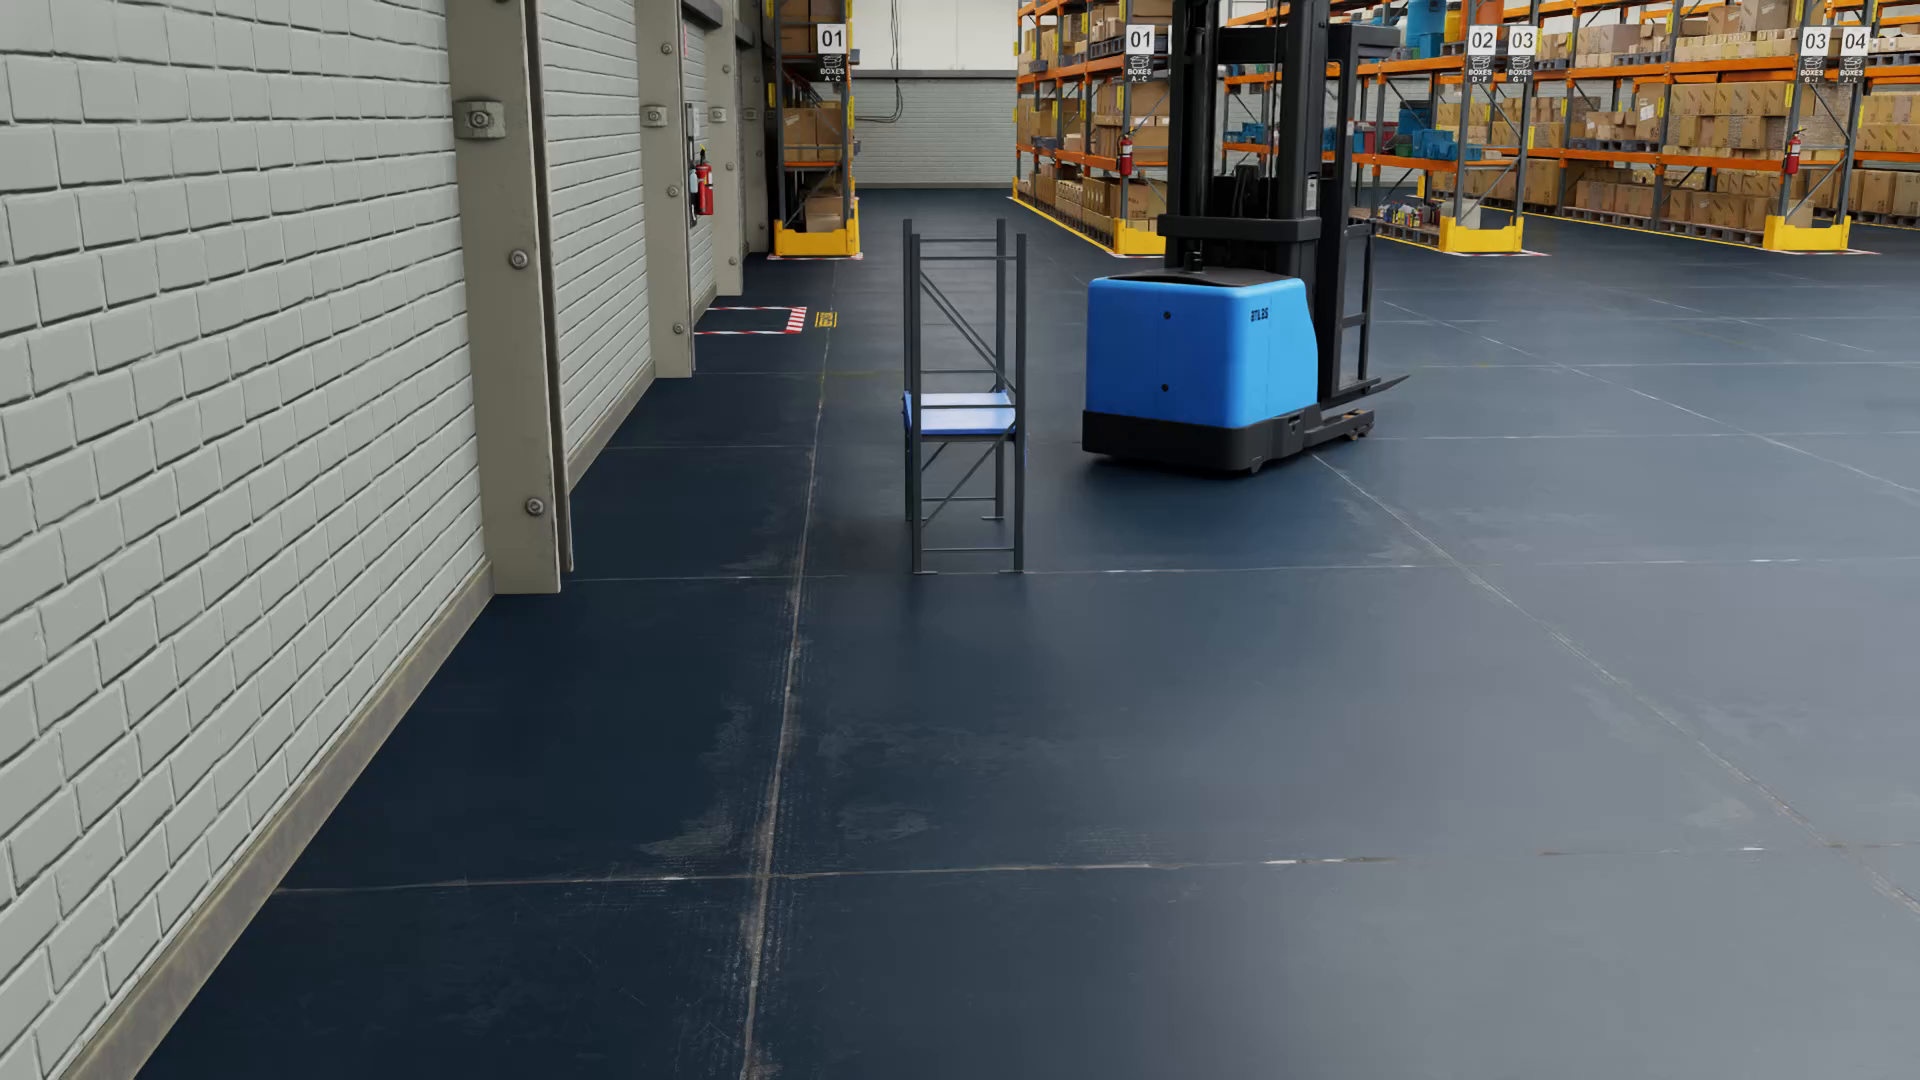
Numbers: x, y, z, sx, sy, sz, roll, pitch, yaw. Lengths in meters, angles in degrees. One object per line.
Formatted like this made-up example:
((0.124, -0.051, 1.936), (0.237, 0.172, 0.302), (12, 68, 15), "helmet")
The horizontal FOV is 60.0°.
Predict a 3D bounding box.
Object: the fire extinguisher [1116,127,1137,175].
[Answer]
((2.389, -5.592, 23.894), (0.296, 0.674, 0.183), (-1, 14, -3), "fire extinguisher")

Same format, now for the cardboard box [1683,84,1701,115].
((12.291, -7.249, 27.376), (0.500, 0.500, 0.500), (-1, 14, -3), "cardboard box")

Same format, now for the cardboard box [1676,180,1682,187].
((16.593, -8.154, 37.980), (0.380, 0.149, 0.250), (-1, 14, -2), "cardboard box")

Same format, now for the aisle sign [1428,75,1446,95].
((11.437, -11.069, 39.811), (0.394, 0.787, 0.004), (-1, 14, -3), "aisle sign")

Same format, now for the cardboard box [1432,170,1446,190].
((11.861, -8.813, 39.682), (0.875, 0.875, 0.875), (-1, 14, -3), "cardboard box")

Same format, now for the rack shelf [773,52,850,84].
((-2.223, -7.190, 25.375), (1.077, 0.370, 4.000), (-1, 14, -3), "rack shelf")

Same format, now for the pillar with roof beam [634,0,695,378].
((2.035, -5.736, 12.262), (9.100, 9.000, 0.400), (-1, 14, -3), "pillar with roof beam")

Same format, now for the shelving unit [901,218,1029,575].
((0.005, -0.705, 7.757), (0.538, 1.500, 1.048), (-1, 14, -3), "shelving unit")

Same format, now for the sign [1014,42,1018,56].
((1.312, -11.512, 38.977), (0.100, 0.325, 0.005), (-1, 14, -3), "sign")

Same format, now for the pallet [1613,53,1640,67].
((12.486, -8.587, 29.739), (1.213, 0.211, 1.003), (-1, 14, -3), "pallet")

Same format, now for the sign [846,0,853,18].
((-1.557, -7.473, 23.276), (0.100, 0.325, 0.005), (-1, 14, -3), "sign")

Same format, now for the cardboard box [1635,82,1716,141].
((12.575, -7.506, 29.133), (1.000, 1.000, 1.000), (-1, 14, -3), "cardboard box")

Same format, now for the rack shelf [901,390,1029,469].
((0.005, -0.531, 7.802), (0.538, 0.185, 1.000), (-1, 14, -3), "rack shelf")

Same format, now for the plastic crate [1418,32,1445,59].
((7.371, -7.656, 25.774), (0.392, 0.384, 0.575), (-1, 14, -3), "plastic crate")

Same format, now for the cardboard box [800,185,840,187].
((-2.523, -6.149, 30.039), (0.700, 0.500, 0.500), (-1, 14, -4), "cardboard box")

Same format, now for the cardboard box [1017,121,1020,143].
((1.618, -9.579, 39.035), (0.500, 0.500, 0.500), (-1, 14, -2), "cardboard box")

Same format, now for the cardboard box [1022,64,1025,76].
((1.683, -10.644, 37.658), (0.500, 0.250, 0.500), (-1, 14, -3), "cardboard box")

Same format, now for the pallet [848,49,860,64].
((-2.279, -8.100, 27.845), (1.213, 0.211, 1.003), (-1, 14, -3), "pallet")

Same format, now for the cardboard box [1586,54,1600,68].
((12.043, -8.939, 31.029), (0.500, 0.250, 0.500), (-1, 14, -2), "cardboard box")

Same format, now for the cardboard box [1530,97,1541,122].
((12.122, -8.852, 34.198), (0.797, 0.503, 0.637), (0, 14, -2), "cardboard box")

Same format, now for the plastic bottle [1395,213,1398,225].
((7.183, -5.269, 27.218), (0.097, 0.201, 0.097), (0, 14, 0), "plastic bottle")

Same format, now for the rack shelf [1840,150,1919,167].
((17.318, -7.013, 30.707), (1.077, 0.370, 4.000), (-1, 14, -3), "rack shelf")

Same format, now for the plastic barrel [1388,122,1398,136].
((7.701, -7.043, 29.108), (0.433, 0.535, 0.433), (0, 14, 0), "plastic barrel")

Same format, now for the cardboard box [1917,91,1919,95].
((21.635, -9.941, 37.133), (0.380, 0.149, 0.250), (-1, 14, -2), "cardboard box")

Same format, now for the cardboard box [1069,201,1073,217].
((2.221, -5.884, 29.550), (0.500, 0.250, 0.500), (-1, 14, -2), "cardboard box")

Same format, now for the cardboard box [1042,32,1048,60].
((2.059, -10.277, 34.684), (0.600, 0.600, 0.600), (-2, 15, -9), "cardboard box")

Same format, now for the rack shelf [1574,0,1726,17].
((12.361, -9.673, 29.809), (1.077, 0.370, 4.000), (-1, 14, -3), "rack shelf")

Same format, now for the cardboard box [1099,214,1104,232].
((2.441, -4.915, 25.783), (0.500, 0.250, 0.500), (-1, 14, -3), "cardboard box")

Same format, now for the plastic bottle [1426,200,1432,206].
((7.869, -5.510, 27.857), (0.144, 0.351, 0.185), (-1, 14, -5), "plastic bottle")

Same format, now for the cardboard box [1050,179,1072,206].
((2.057, -6.887, 32.906), (0.500, 0.500, 0.500), (0, 14, -1), "cardboard box")

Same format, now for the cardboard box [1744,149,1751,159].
((12.453, -6.012, 25.879), (0.380, 0.149, 0.250), (-1, 14, -3), "cardboard box")

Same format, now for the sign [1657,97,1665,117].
((11.931, -7.364, 28.303), (0.100, 0.325, 0.005), (-1, 14, -3), "sign")

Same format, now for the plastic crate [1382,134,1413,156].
((7.447, -6.574, 27.681), (0.767, 0.338, 0.504), (-1, 14, -3), "plastic crate")

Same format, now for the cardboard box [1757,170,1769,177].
((16.832, -7.633, 34.341), (0.500, 0.250, 0.500), (-1, 14, -2), "cardboard box")

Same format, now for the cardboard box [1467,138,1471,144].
((11.595, -8.943, 37.269), (0.380, 0.149, 0.250), (-1, 14, -2), "cardboard box")

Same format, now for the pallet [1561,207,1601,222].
((12.284, -6.262, 31.942), (1.003, 0.211, 1.213), (-1, 14, -3), "pallet")

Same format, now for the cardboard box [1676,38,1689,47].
((12.197, -8.300, 27.746), (0.380, 0.149, 0.250), (-1, 14, -5), "cardboard box")

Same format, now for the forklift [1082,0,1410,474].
((1.990, -2.105, 10.327), (1.130, 2.935, 3.031), (10, 18, 35), "forklift")

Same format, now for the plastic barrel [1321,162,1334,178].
((7.246, -7.005, 32.743), (0.600, 0.830, 0.708), (-1, 14, -3), "plastic barrel")

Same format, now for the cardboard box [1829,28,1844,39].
((12.946, -7.463, 24.493), (0.380, 0.149, 0.250), (-1, 14, -4), "cardboard box")

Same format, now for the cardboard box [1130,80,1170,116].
((2.826, -6.472, 24.356), (0.700, 0.500, 0.500), (-1, 14, -3), "cardboard box")

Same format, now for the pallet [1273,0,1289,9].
((7.128, -11.140, 34.447), (1.003, 0.211, 1.213), (-1, 14, -3), "pallet")

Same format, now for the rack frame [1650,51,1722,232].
((12.485, -6.812, 28.484), (1.000, 3.000, 0.127), (-1, 14, -3), "rack frame")

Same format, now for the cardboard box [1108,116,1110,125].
((2.520, -6.568, 26.031), (0.380, 0.149, 0.250), (-1, 14, -4), "cardboard box")

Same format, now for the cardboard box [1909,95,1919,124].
((17.371, -7.648, 29.523), (0.700, 0.500, 0.500), (-1, 14, -4), "cardboard box")

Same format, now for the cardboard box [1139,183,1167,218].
((3.001, -5.162, 25.238), (0.500, 0.500, 0.500), (-1, 14, -3), "cardboard box")

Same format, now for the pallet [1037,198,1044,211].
((2.190, -7.098, 35.189), (1.003, 0.211, 1.213), (-1, 14, -3), "pallet")

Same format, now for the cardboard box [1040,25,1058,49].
((2.033, -10.756, 35.583), (0.700, 0.500, 0.500), (-1, 14, -3), "cardboard box")

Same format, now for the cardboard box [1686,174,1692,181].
((16.586, -8.174, 37.458), (0.380, 0.149, 0.250), (-1, 14, -4), "cardboard box")

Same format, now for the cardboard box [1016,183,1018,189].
((1.537, -8.368, 39.367), (0.380, 0.149, 0.250), (-1, 14, -3), "cardboard box")

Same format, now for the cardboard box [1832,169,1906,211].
((17.199, -6.602, 31.339), (1.050, 0.750, 0.750), (-1, 14, -3), "cardboard box")

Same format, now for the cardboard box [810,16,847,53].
((-1.870, -7.186, 23.675), (0.500, 0.500, 0.500), (-1, 14, -2), "cardboard box")

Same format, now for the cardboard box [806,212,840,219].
((-2.087, -4.814, 25.231), (0.500, 0.311, 0.500), (0, 14, 1), "cardboard box")

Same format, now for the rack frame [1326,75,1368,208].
((7.294, -7.731, 32.053), (1.000, 3.000, 0.127), (-1, 14, -3), "rack frame")

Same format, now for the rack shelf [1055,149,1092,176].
((2.473, -6.809, 29.916), (1.077, 0.370, 4.000), (-1, 14, -3), "rack shelf")
